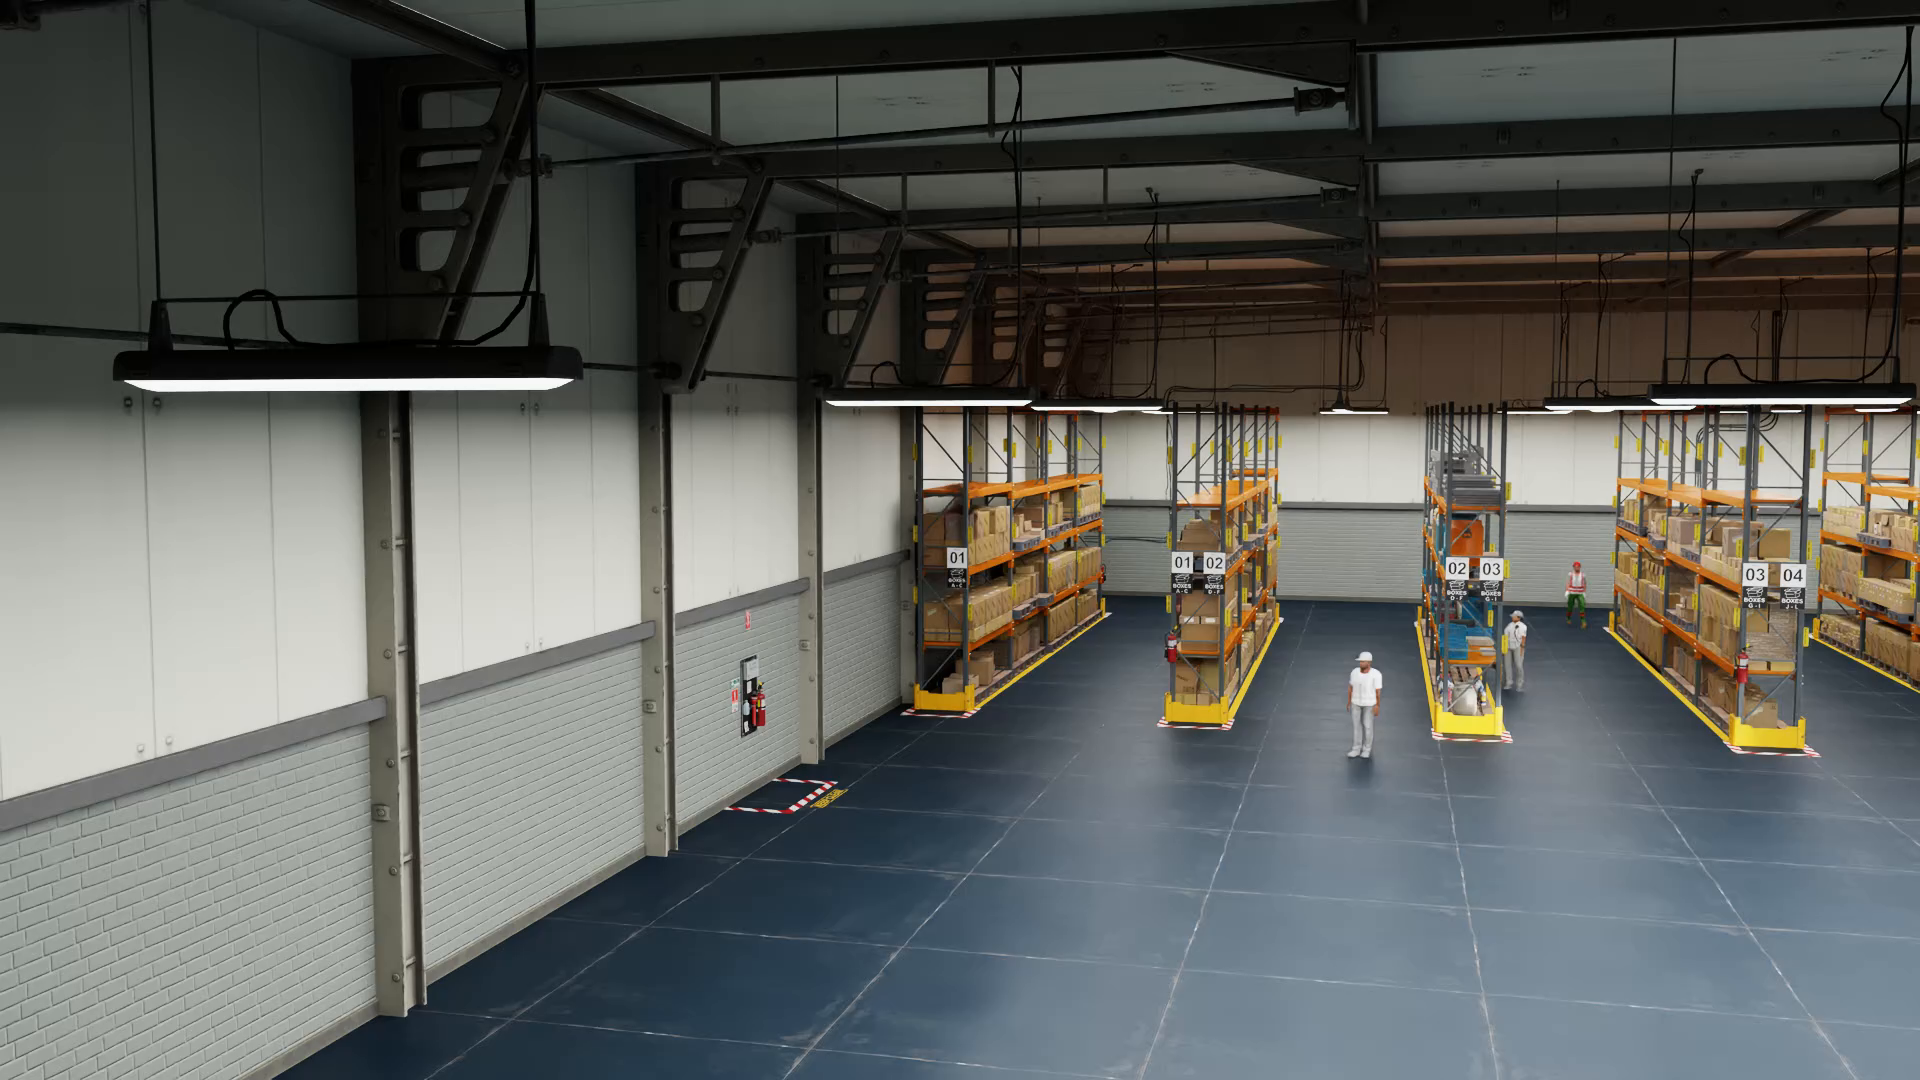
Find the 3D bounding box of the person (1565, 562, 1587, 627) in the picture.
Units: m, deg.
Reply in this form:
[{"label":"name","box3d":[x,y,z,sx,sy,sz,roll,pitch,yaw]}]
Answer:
[{"label":"person","box3d":[16.856,1.471,45.467,0.620,1.756,0.902,0,4,-2]}]

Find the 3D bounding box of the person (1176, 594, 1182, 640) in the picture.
[{"label":"person","box3d":[5.628,1.675,42.571,0.476,1.784,0.617,0,4,1]}]

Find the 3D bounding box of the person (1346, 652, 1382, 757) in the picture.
[{"label":"person","box3d":[6.779,2.763,27.951,0.584,1.773,0.402,3,5,37]}]

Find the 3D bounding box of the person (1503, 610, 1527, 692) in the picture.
[{"label":"person","box3d":[11.636,2.343,34.966,0.456,1.721,0.548,-4,6,-45]}]
